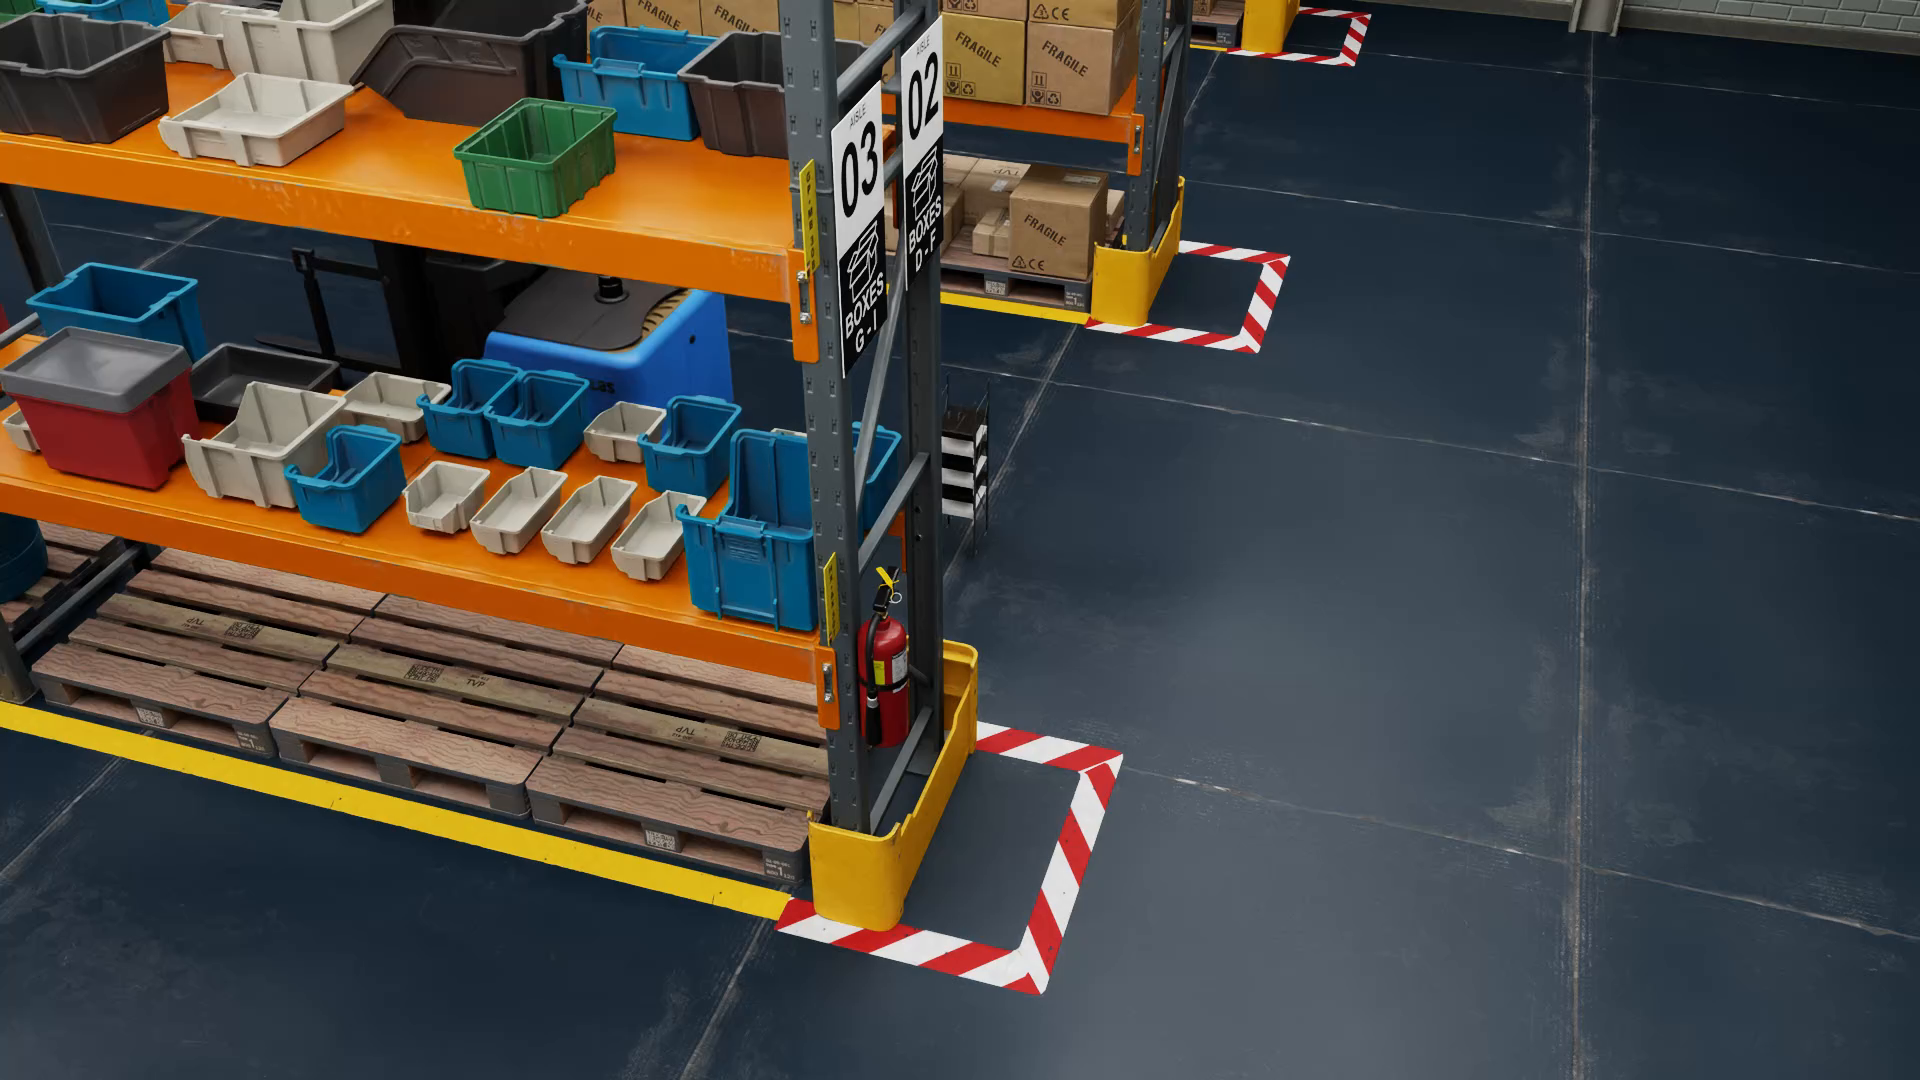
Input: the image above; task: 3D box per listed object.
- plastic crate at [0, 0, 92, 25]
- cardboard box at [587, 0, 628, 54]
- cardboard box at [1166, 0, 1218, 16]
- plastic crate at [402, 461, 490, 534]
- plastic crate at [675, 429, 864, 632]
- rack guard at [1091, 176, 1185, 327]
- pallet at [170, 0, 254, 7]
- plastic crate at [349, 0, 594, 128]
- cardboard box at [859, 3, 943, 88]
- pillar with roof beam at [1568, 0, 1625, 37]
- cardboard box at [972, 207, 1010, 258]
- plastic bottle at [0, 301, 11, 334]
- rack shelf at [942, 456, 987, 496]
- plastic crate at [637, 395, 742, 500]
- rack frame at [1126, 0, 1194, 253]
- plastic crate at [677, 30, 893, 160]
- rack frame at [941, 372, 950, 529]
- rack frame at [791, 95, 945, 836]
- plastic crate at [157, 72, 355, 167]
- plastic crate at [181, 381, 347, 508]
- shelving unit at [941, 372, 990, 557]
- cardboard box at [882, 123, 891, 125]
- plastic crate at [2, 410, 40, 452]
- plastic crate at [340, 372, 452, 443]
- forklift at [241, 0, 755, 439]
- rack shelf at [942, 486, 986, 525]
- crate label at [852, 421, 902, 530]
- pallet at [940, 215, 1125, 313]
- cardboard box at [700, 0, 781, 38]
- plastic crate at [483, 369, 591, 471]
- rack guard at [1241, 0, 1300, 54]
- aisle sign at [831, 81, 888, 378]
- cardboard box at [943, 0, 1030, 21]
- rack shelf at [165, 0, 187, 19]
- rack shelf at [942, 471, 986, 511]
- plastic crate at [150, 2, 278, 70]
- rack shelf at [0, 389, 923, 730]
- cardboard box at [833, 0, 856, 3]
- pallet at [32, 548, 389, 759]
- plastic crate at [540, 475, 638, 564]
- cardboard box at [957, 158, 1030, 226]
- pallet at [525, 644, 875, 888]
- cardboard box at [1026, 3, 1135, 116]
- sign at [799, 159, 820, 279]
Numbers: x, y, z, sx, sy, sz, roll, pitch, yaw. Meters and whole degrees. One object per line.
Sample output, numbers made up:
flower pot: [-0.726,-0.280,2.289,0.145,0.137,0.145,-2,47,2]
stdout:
plastic crate: [-3.598,-1.977,6.238,0.662,0.188,0.450,10,38,14]
cardboard box: [-2.207,-3.356,10.379,0.500,0.500,0.500,11,38,15]
cardboard box: [1.981,-4.886,14.297,0.500,0.500,0.700,10,38,14]
plastic crate: [-1.941,-0.147,6.276,0.250,0.136,0.298,10,38,14]
plastic crate: [-0.650,-0.043,5.882,0.499,0.435,0.616,10,38,14]
rack guard: [1.133,-1.859,10.540,0.348,0.500,1.175,10,38,14]
pallet: [-4.573,-3.848,11.295,1.213,0.211,1.003,10,38,14]
plastic crate: [-1.651,-1.659,5.681,0.767,0.338,0.504,10,38,14]
cardboard box: [-0.274,-2.999,9.895,0.500,0.500,0.500,11,38,14]
pillar with roof beam: [4.231,-5.649,8.518,0.400,9.000,9.100,10,38,14]
cardboard box: [0.254,-1.968,10.597,0.250,0.166,0.380,10,38,14]
plastic bottle: [-4.316,-1.017,7.385,0.133,0.283,0.061,10,38,14]
rack shelf: [0.008,-0.334,8.186,0.200,0.077,0.258,10,38,14]
plastic crate: [-1.041,-0.354,6.476,0.300,0.233,0.416,10,38,14]
rack frame: [1.206,-2.853,9.780,0.127,3.000,1.000,10,38,14]
plastic crate: [-0.559,-1.432,5.430,0.590,0.269,0.497,10,38,14]
rack frame: [-0.089,-0.379,8.191,0.006,0.900,0.240,10,38,14]
rack frame: [-0.275,-0.051,5.973,0.127,3.000,1.000,10,38,14]
plastic crate: [-2.321,-1.377,5.468,0.530,0.136,0.437,10,38,14]
plastic crate: [-2.690,-0.360,6.443,0.530,0.282,0.437,10,38,14]
shelving unit: [0.008,-0.361,8.166,0.210,0.900,0.258,10,38,14]
cardboard box: [-0.817,-2.402,10.903,0.637,0.503,0.797,10,38,14]
plastic crate: [-3.691,-0.513,6.773,0.243,0.136,0.396,10,38,14]
plastic crate: [-2.341,-0.538,6.807,0.466,0.136,0.293,10,38,14]
forklift: [-2.684,-1.698,8.270,3.031,2.935,1.130,12,38,16]
rack shelf: [0.008,-0.189,8.293,0.200,0.077,0.258,10,38,14]
crate label: [-0.412,-0.237,6.318,0.303,0.233,0.416,10,38,14]
pallet: [0.372,-1.883,10.816,1.213,0.211,1.003,10,38,14]
cardboard box: [-1.241,-3.177,10.137,0.500,0.500,0.500,10,38,14]
plastic crate: [-1.669,-0.470,6.634,0.300,0.233,0.416,10,38,14]
rack guard: [2.702,-4.645,14.324,0.348,0.500,1.175,10,38,14]
aisle sign: [-0.293,-0.919,4.960,0.004,0.787,0.394,10,38,14]
cardboard box: [0.216,-3.308,9.471,0.500,0.500,0.500,12,38,15]
rack shelf: [-4.521,-3.623,11.434,4.000,0.370,1.077,10,38,14]
rack shelf: [0.008,-0.262,8.239,0.200,0.077,0.258,10,38,14]
plastic crate: [-2.765,-1.850,6.110,0.466,0.136,0.293,10,38,14]
rack shelf: [-2.184,-0.115,6.667,4.000,0.370,1.077,10,38,14]
cardboard box: [-0.770,-3.487,9.715,0.500,0.500,0.500,12,38,15]
pallet: [-3.379,0.473,7.614,1.213,0.211,1.003,10,38,14]
plastic crate: [-1.380,-0.070,6.171,0.243,0.136,0.396,10,38,14]
cardboard box: [0.294,-2.267,10.934,0.500,0.250,0.500,10,38,14]
pallet: [-1.050,0.905,7.028,1.213,0.211,1.003,10,38,14]
cardboard box: [0.697,-2.818,9.649,0.500,0.500,0.500,12,38,15]
sign: [-0.423,-0.903,4.689,0.005,0.325,0.100,10,38,14]
